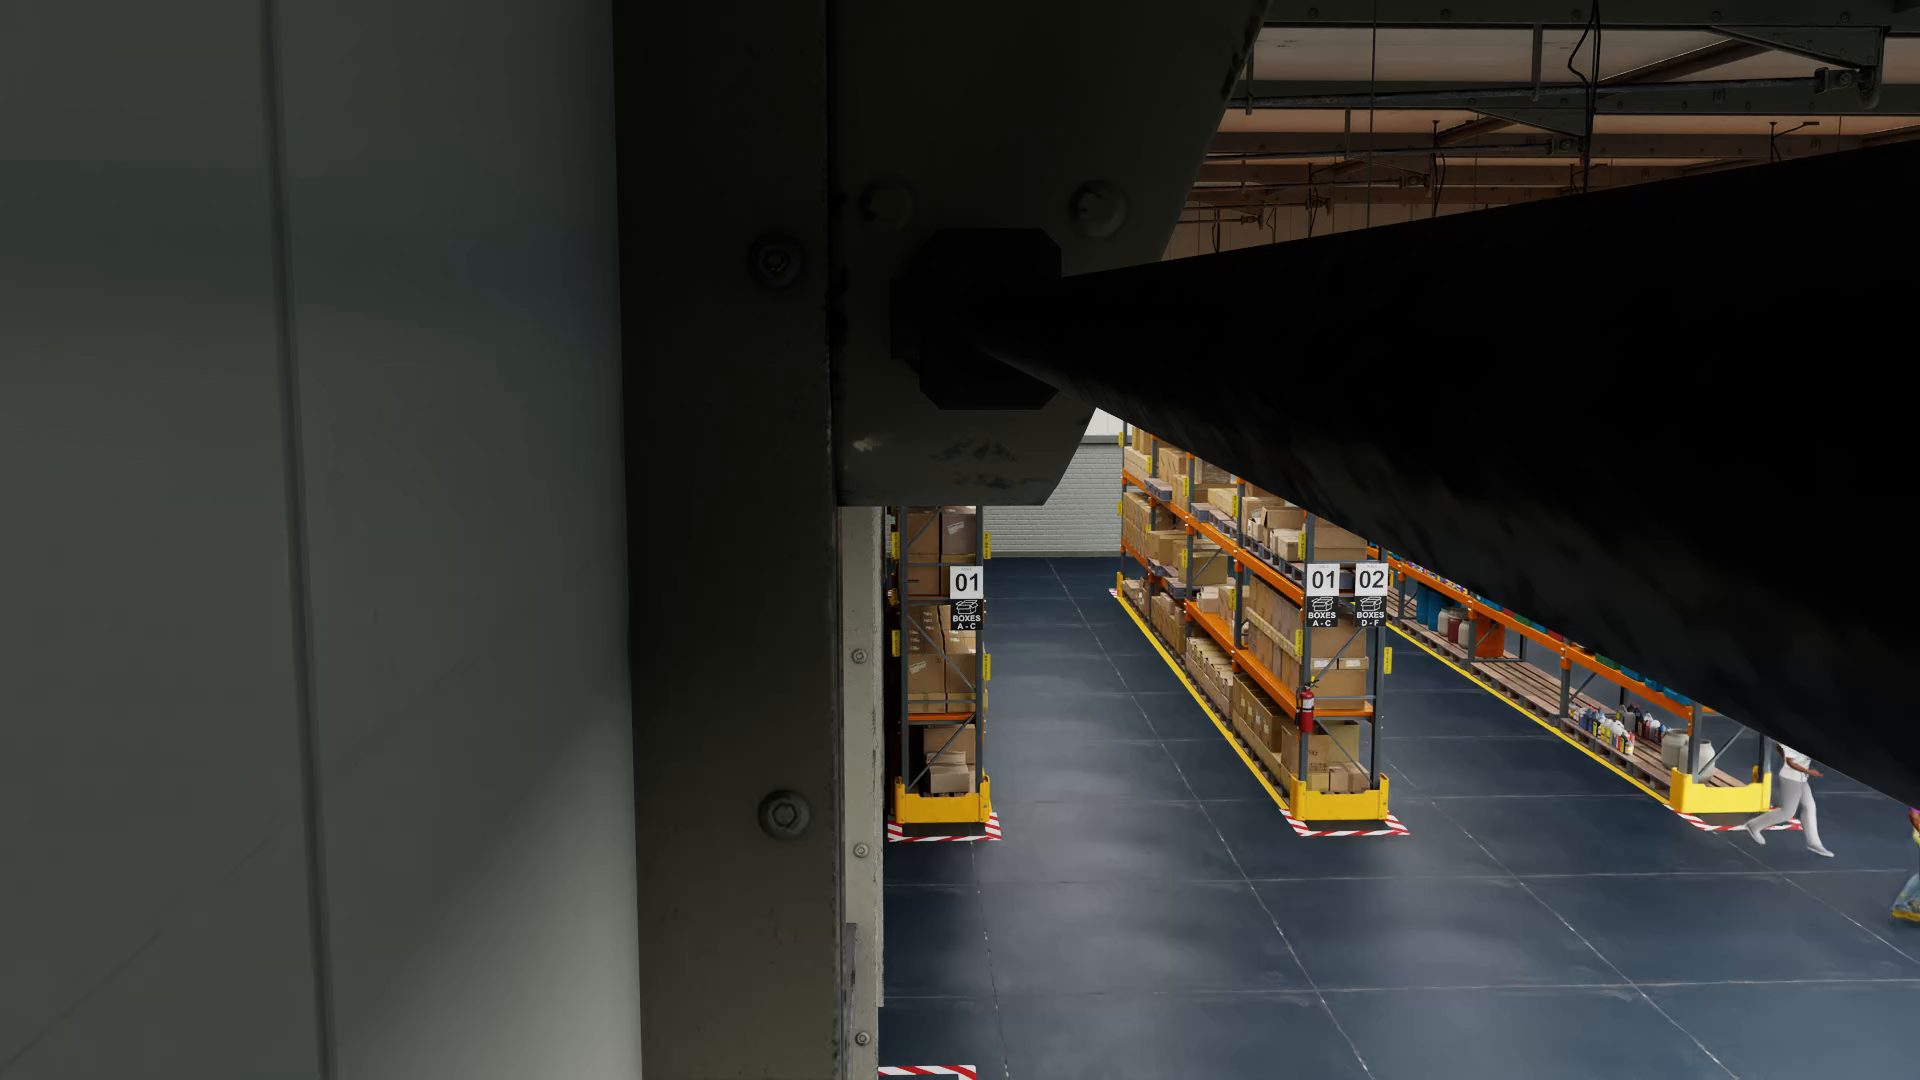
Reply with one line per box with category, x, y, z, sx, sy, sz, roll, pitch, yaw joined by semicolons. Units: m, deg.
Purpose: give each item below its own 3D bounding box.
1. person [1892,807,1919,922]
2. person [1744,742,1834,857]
person;9.953;3.093;16.946;0.698;1.769;0.676;3;8;19
person;9.686;2.790;19.329;0.949;1.691;0.616;5;9;30
